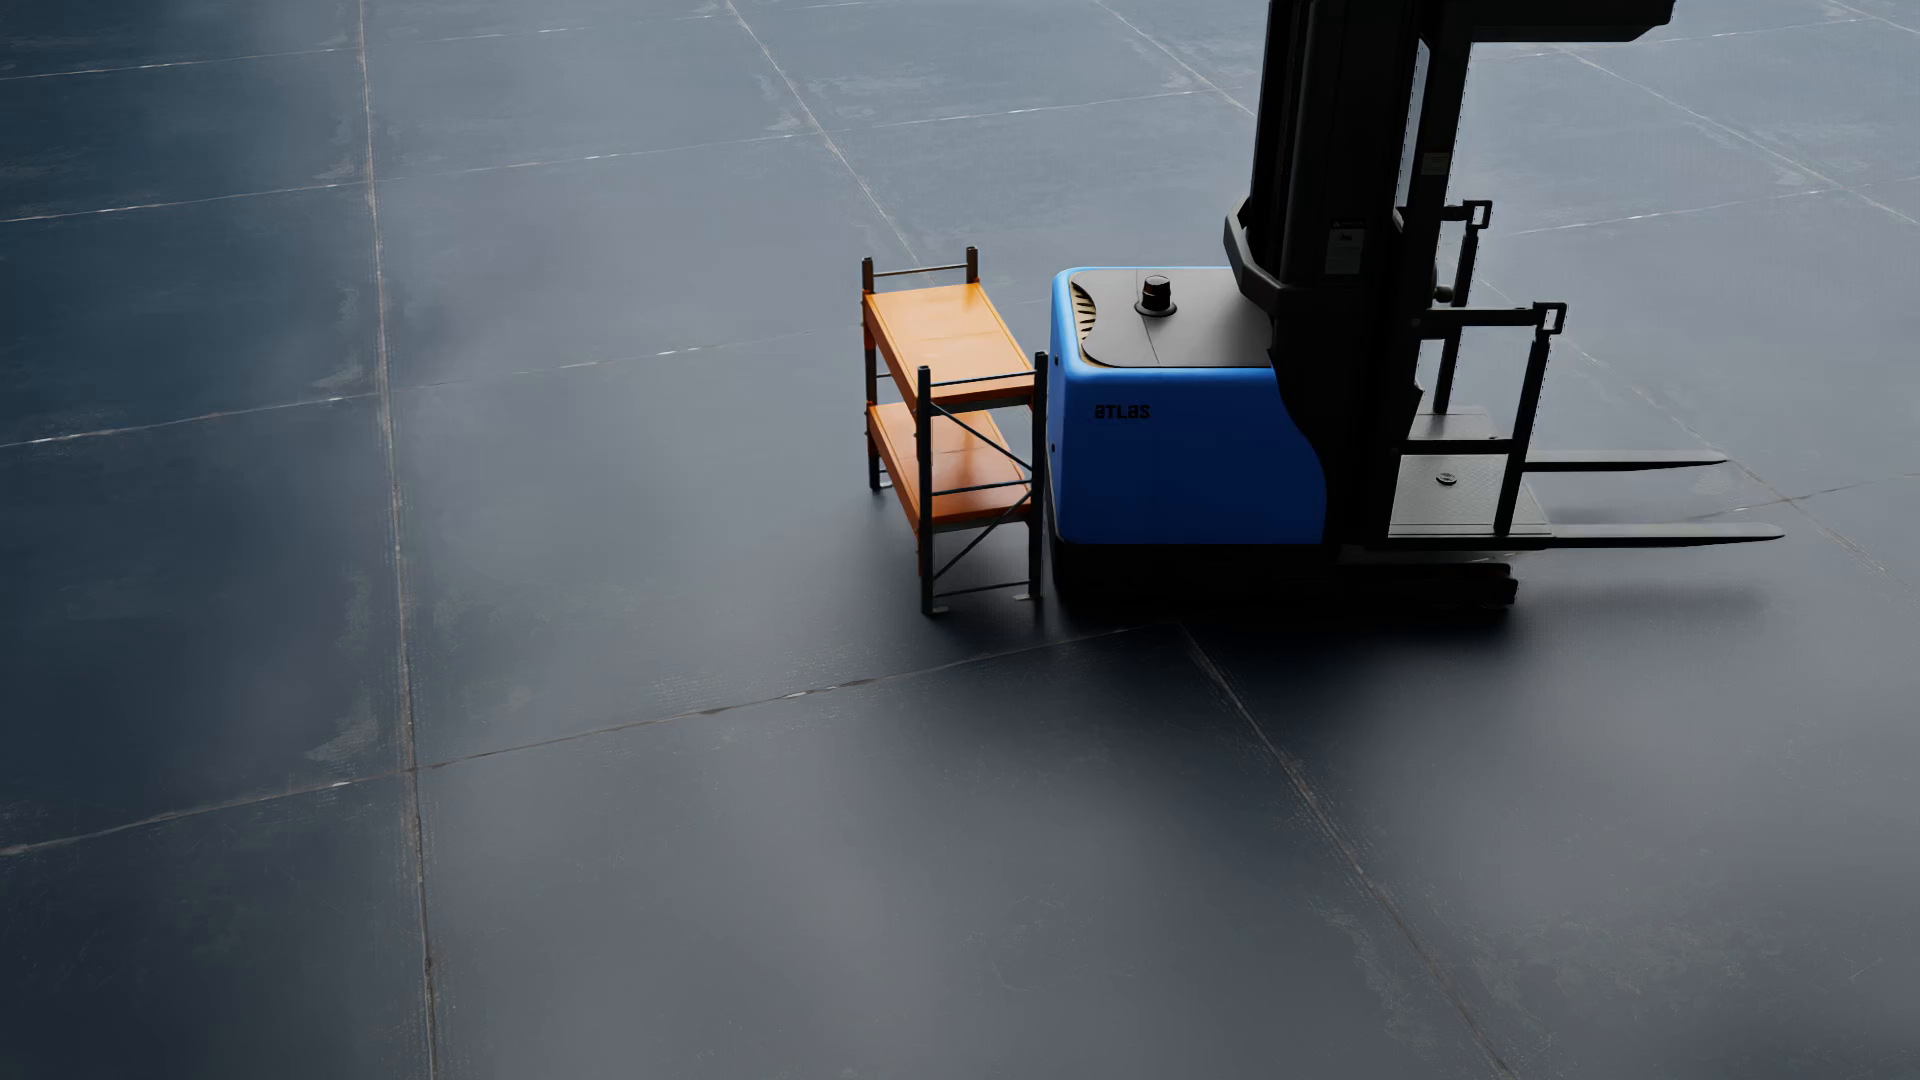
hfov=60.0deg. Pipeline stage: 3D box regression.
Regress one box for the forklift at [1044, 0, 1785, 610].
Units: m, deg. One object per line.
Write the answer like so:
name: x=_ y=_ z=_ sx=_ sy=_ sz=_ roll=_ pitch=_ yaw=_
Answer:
forklift: x=1.897 y=-1.232 z=6.456 sx=3.031 sy=2.935 sz=1.130 roll=0 pitch=33 yaw=0

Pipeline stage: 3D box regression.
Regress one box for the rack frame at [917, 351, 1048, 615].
rack frame: x=0.087 y=-0.204 z=6.539 sx=0.500 sy=1.125 sz=0.032 roll=-8 pitch=34 yaw=-12

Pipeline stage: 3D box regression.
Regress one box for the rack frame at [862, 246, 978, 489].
rack frame: x=-0.170 y=-0.747 z=7.360 sx=0.500 sy=1.125 sz=0.032 roll=-8 pitch=34 yaw=-12

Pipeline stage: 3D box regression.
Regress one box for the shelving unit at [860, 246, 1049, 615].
shelving unit: x=-0.041 y=-0.476 z=6.949 sx=0.538 sy=1.125 sz=1.048 roll=-8 pitch=34 yaw=-12

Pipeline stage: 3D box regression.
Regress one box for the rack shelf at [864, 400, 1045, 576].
rack shelf: x=-0.041 y=-0.272 z=7.084 sx=0.538 sy=0.278 sz=1.000 roll=-8 pitch=34 yaw=-12

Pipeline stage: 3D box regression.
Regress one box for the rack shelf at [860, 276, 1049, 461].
rack shelf: x=-0.041 y=-0.720 z=6.788 sx=0.538 sy=0.278 sz=1.000 roll=-8 pitch=34 yaw=-12
